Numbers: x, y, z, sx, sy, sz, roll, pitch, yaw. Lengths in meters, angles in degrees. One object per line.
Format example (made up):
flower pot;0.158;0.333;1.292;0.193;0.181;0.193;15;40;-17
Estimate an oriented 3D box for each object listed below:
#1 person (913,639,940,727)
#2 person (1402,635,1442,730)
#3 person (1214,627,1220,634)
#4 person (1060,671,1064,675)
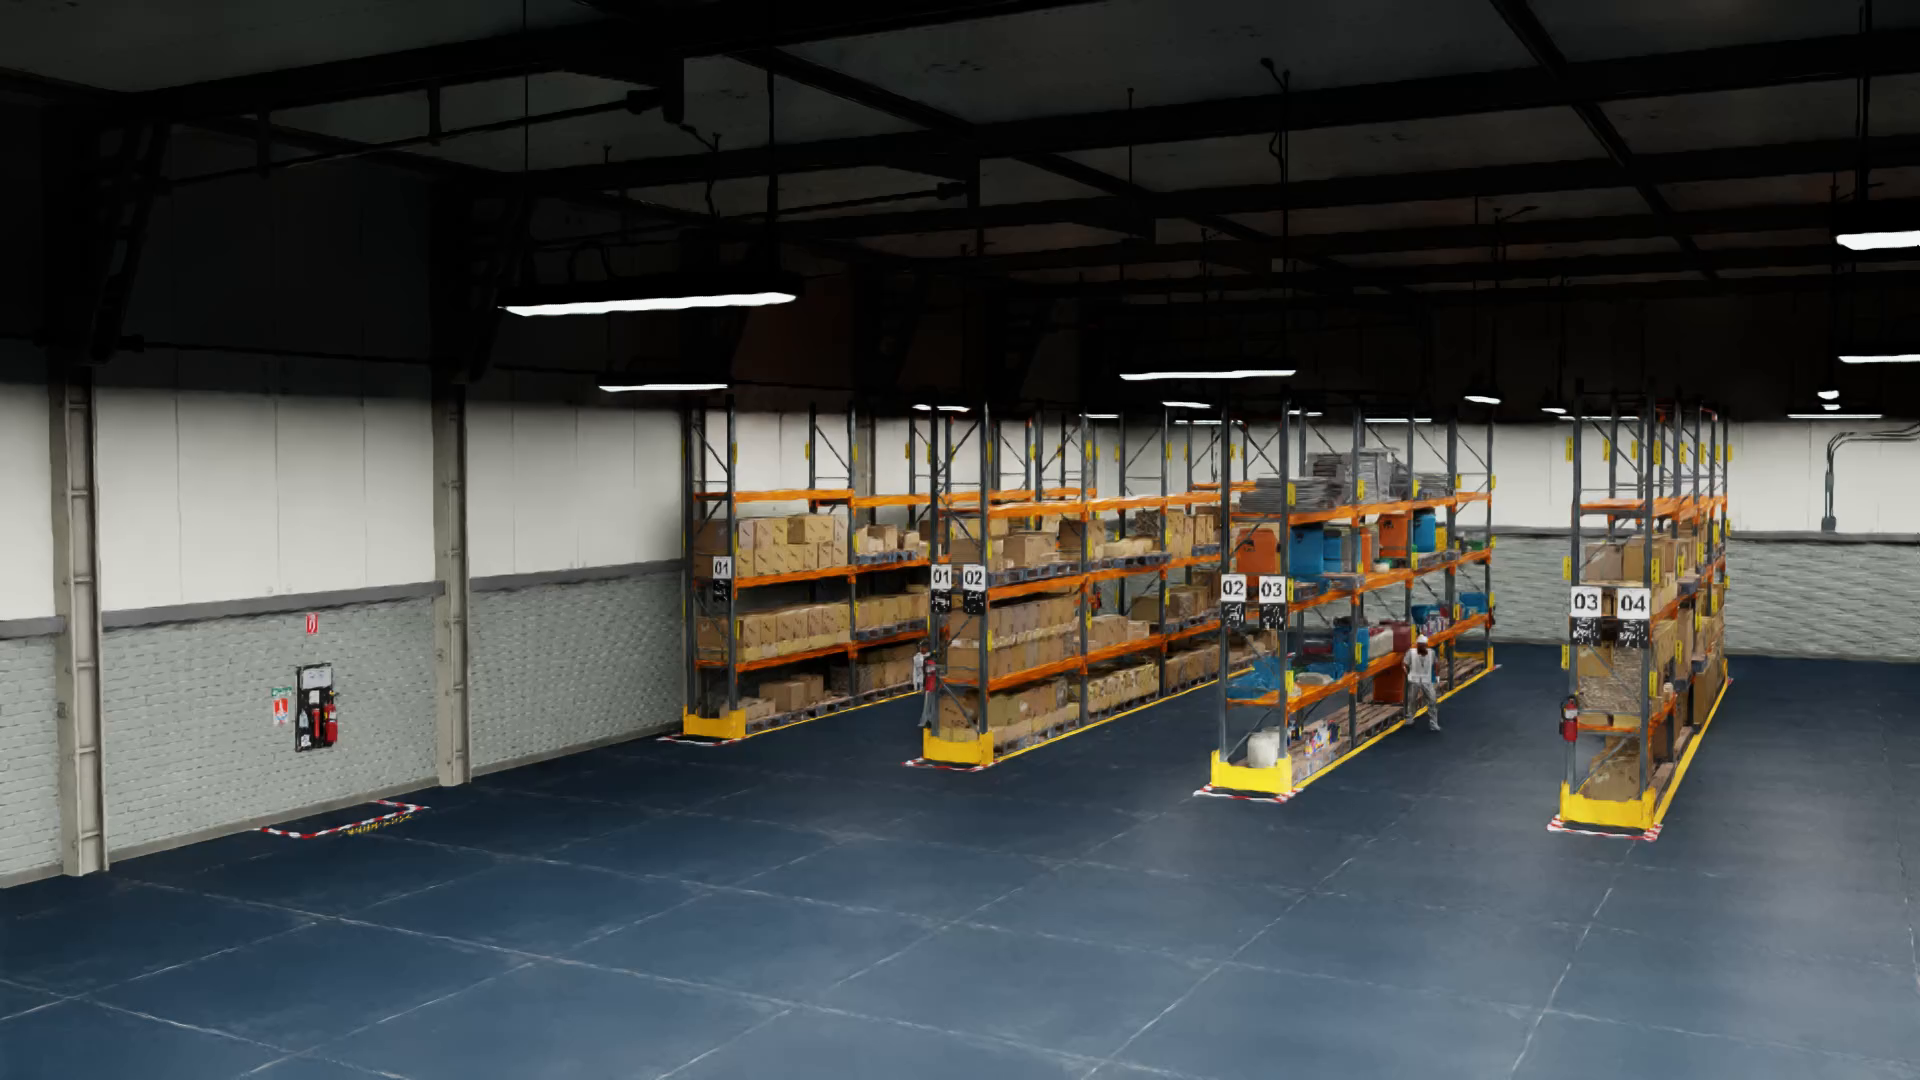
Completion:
person;-0.649;2.583;30.374;0.490;1.581;1.075;1;3;25
person;8.348;2.552;30.105;0.701;1.718;0.849;1;3;11
person;6.798;1.978;42.963;0.566;1.541;0.519;1;3;26
person;2.003;2.387;35.186;0.566;1.541;0.519;1;3;25
